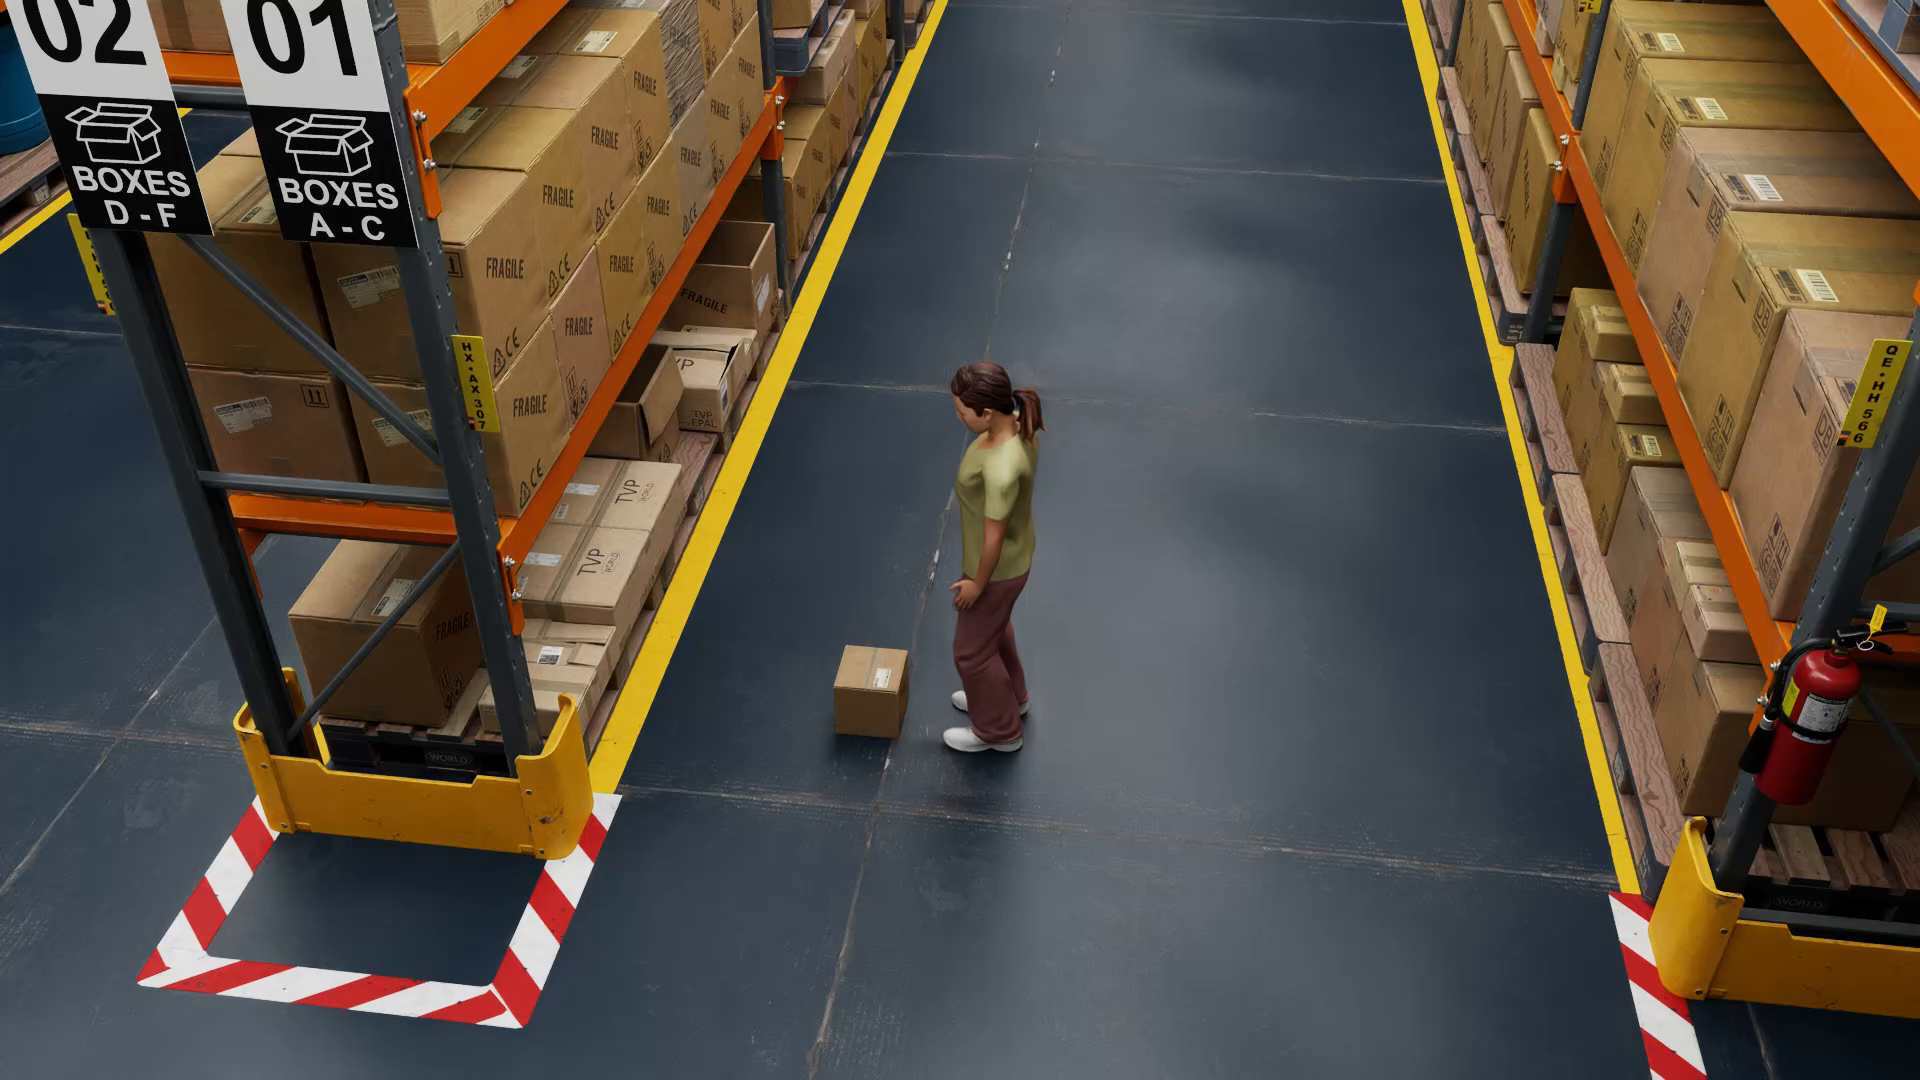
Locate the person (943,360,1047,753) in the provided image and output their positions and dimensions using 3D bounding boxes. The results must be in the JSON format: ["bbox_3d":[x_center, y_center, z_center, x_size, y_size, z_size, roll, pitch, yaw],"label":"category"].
[{"bbox_3d":[0.117,0.081,6.054,0.344,1.665,0.452,5,37,7],"label":"person"}]
